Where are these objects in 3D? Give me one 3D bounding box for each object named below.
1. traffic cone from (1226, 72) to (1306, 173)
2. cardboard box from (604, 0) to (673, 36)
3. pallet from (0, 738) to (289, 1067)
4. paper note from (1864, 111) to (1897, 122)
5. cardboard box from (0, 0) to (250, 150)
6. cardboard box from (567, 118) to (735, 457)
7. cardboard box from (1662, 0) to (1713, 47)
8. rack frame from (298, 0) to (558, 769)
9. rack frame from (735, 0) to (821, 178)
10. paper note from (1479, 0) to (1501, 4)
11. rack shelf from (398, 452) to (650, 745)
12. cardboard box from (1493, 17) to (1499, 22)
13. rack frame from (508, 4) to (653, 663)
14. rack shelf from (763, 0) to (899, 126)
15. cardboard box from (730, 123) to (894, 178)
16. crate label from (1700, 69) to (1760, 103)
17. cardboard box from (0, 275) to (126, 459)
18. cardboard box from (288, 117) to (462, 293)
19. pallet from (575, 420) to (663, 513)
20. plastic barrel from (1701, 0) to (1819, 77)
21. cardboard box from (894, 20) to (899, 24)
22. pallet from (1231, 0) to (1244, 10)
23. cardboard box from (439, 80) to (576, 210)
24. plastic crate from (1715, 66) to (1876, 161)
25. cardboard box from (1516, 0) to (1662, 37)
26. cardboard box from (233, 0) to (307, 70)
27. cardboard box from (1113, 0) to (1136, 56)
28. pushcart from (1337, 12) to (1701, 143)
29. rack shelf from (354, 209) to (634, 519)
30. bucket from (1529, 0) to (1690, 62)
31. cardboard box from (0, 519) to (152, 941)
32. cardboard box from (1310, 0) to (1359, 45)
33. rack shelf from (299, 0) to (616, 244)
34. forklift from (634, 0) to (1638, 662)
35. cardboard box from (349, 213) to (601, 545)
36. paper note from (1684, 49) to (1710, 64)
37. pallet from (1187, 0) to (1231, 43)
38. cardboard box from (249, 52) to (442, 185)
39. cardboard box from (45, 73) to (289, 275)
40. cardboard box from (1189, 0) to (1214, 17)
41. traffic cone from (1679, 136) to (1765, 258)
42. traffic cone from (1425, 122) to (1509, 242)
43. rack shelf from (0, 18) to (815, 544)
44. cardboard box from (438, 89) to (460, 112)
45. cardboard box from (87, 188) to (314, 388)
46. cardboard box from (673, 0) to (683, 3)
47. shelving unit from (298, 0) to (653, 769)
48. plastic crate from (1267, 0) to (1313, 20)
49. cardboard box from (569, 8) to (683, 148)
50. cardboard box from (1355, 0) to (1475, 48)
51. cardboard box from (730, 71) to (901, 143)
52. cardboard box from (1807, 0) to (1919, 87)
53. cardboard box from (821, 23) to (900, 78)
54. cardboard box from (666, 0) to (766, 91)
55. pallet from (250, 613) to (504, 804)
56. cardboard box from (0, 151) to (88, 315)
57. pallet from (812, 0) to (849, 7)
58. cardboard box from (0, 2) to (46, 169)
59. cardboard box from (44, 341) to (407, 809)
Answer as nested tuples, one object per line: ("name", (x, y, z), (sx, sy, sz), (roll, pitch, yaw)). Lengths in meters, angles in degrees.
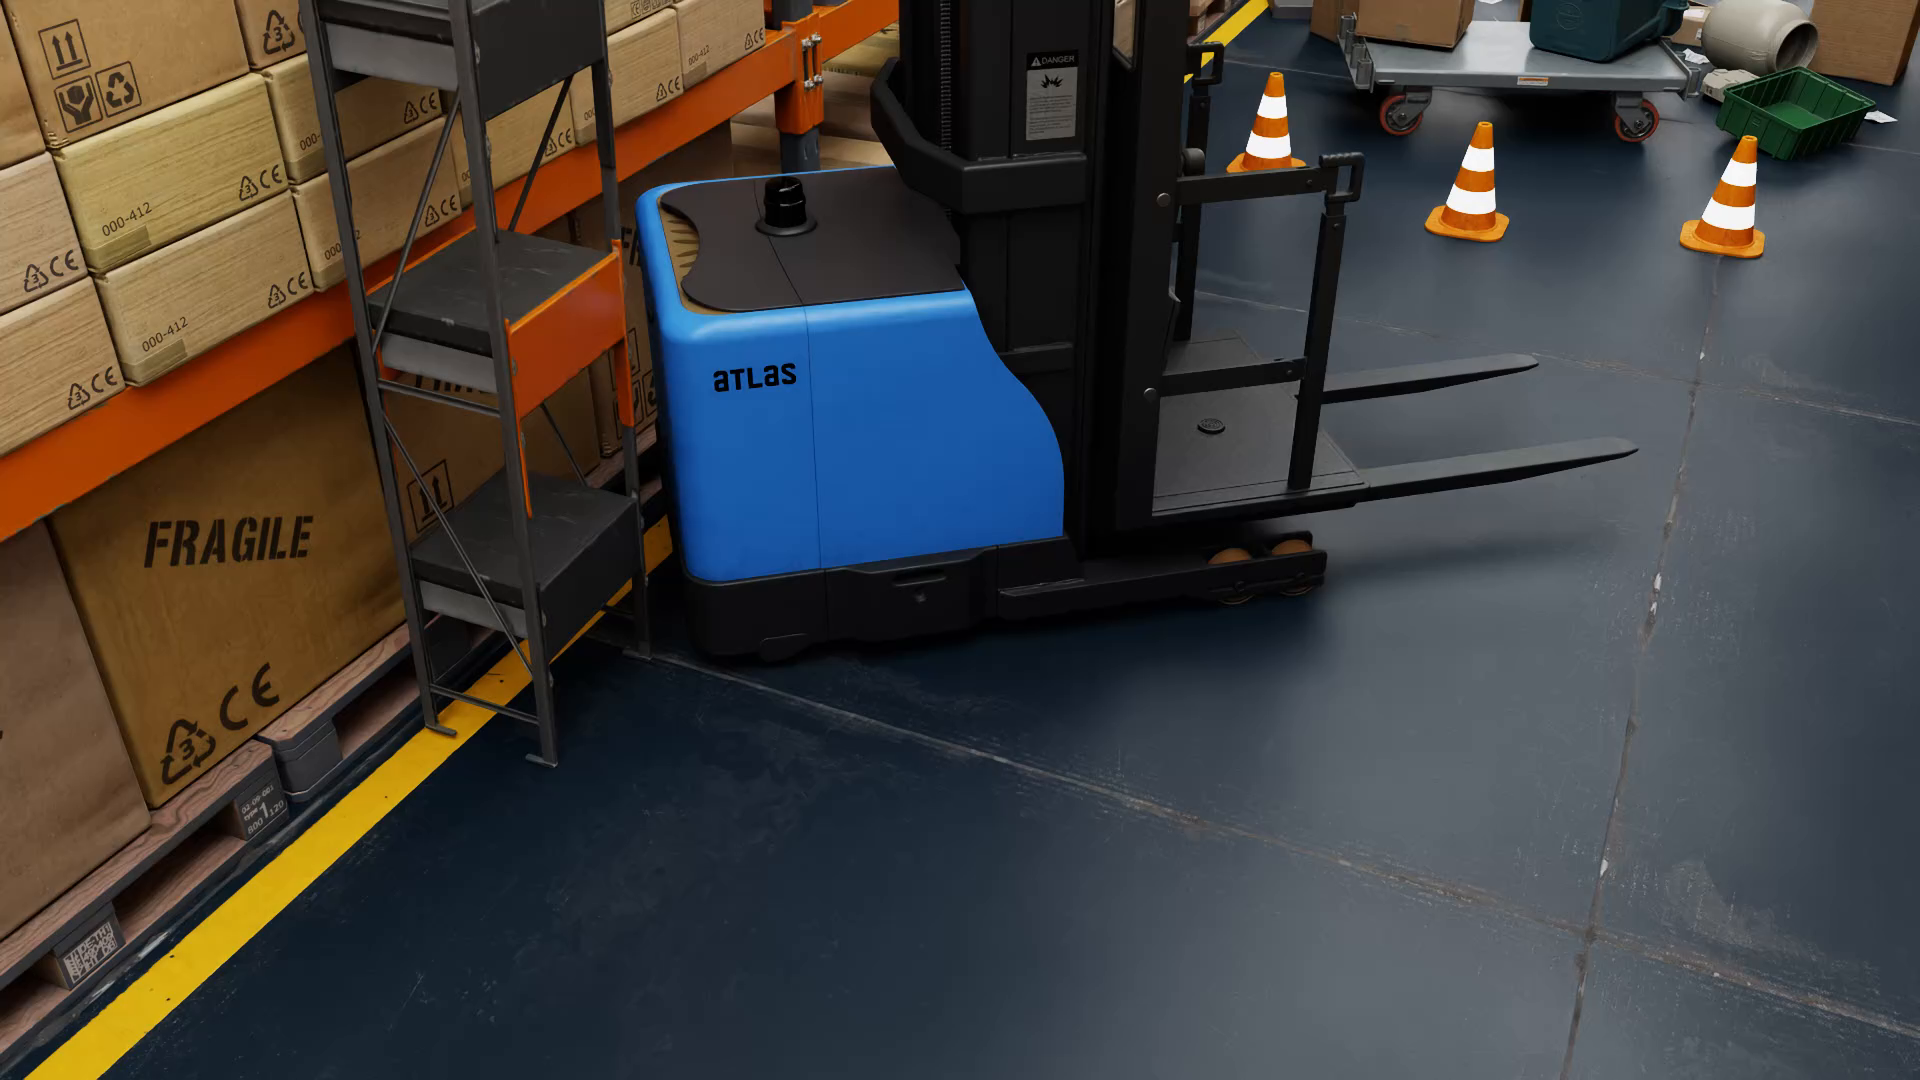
("traffic cone", (1.463, -1.966, 7.826), (0.336, 0.463, 0.334), (14, 36, 20))
("cardboard box", (-1.146, -1.564, 4.581), (0.500, 0.250, 0.500), (13, 36, 19))
("pallet", (-2.382, 0.783, 3.863), (1.003, 0.211, 1.213), (14, 36, 20))
("paper note", (4.708, -2.182, 8.549), (0.147, 0.020, 0.142), (-9, 34, -13))
("cardboard box", (-1.791, -1.103, 3.194), (0.500, 0.500, 0.500), (13, 36, 19))
("cardboard box", (-1.327, -0.936, 5.496), (0.875, 0.875, 0.875), (14, 36, 20))
("cardboard box", (4.295, -3.016, 9.607), (0.396, 0.266, 0.258), (21, 39, 28))
("rack frame", (-1.189, -0.319, 3.803), (0.400, 2.100, 0.015), (14, 36, 16))
("rack frame", (-0.963, -1.973, 5.524), (1.000, 3.000, 0.127), (14, 36, 20))
("paper note", (3.305, -3.395, 10.411), (0.148, 0.019, 0.142), (29, 43, 36))
("rack shelf", (-1.135, 0.144, 4.396), (0.431, 0.518, 0.480), (14, 36, 16))
("cardboard box", (3.001, -2.736, 9.180), (0.258, 0.266, 0.396), (-9, 34, -13))
("rack frame", (-1.014, -0.569, 4.184), (0.400, 2.100, 0.015), (14, 36, 16))
("rack shelf", (-0.126, -2.669, 7.241), (1.077, 0.370, 4.000), (14, 36, 20))
("cardboard box", (-0.717, -1.329, 6.555), (0.950, 0.372, 0.625), (12, 35, 17))
("crate label", (4.073, -2.384, 8.761), (0.298, 0.136, 0.250), (-9, 34, -13))
("cardboard box", (-1.997, -0.335, 3.162), (0.500, 0.250, 0.500), (13, 36, 19))
("cardboard box", (-1.551, -0.834, 3.923), (0.500, 0.250, 0.500), (14, 36, 20))
("pallet", (-1.361, -0.432, 5.716), (1.003, 0.211, 1.213), (14, 36, 20))
("plastic barrel", (4.330, -2.720, 9.012), (0.421, 0.421, 0.512), (-15, 36, -21))
("cardboard box", (0.196, -2.422, 8.221), (0.950, 0.372, 0.625), (16, 37, 23))
("pallet", (1.469, -3.752, 10.779), (1.003, 0.211, 1.213), (14, 36, 20))
("cardboard box", (-1.363, -1.094, 4.320), (0.500, 0.250, 0.500), (14, 36, 20))
("plastic crate", (4.132, -2.116, 8.253), (0.662, 0.188, 0.450), (-21, 49, -29))
("cardboard box", (3.565, -3.047, 9.315), (0.797, 0.637, 0.503), (14, 36, 20))
("cardboard box", (-1.581, -1.362, 3.589), (0.500, 0.500, 0.500), (14, 36, 20))
("cardboard box", (0.493, -2.781, 8.769), (0.950, 0.372, 0.625), (15, 36, 21))
("pushcart", (2.802, -2.371, 8.522), (1.648, 0.377, 0.936), (3, 33, 4))
("rack shelf", (-1.102, -0.433, 4.001), (0.431, 0.518, 0.480), (14, 36, 16))
("bucket", (3.212, -2.744, 8.298), (0.726, 0.611, 0.620), (29, 53, 36))
("cardboard box", (-2.450, 0.404, 3.452), (0.875, 0.875, 0.875), (15, 36, 22))
("cardboard box", (2.395, -3.143, 9.585), (0.500, 0.500, 0.500), (-15, 36, -21))
("rack shelf", (-1.069, -1.011, 3.607), (0.431, 0.518, 0.480), (14, 36, 16))
("forklift", (0.609, -1.307, 4.571), (3.031, 2.935, 1.130), (-8, 34, -11))
("cardboard box", (-1.704, -0.492, 4.820), (0.875, 0.875, 0.875), (15, 36, 21))
("paper note", (4.155, -2.732, 9.395), (0.172, 0.023, 0.155), (29, 43, 36))
("pallet", (0.960, -3.142, 9.849), (1.003, 0.211, 1.213), (14, 36, 20))
("cardboard box", (-1.559, -1.046, 3.790), (0.500, 0.250, 0.500), (13, 35, 19))
("cardboard box", (-1.768, -0.793, 3.405), (0.500, 0.250, 0.500), (15, 36, 21))
("cardboard box", (1.203, -3.223, 9.555), (0.500, 0.250, 0.500), (13, 35, 18))
("traffic cone", (3.316, -1.498, 7.113), (0.336, 0.463, 0.334), (14, 36, 20))
("traffic cone", (2.250, -1.592, 7.256), (0.336, 0.463, 0.334), (14, 36, 20))
("rack shelf", (-1.800, -0.677, 4.202), (1.077, 0.370, 4.000), (14, 36, 20))
("cardboard box", (-1.342, -1.304, 4.185), (0.500, 0.250, 0.500), (13, 36, 19))
("cardboard box", (-1.769, -0.587, 3.546), (0.500, 0.250, 0.500), (14, 36, 20))
("cardboard box", (-0.935, -1.820, 4.971), (0.500, 0.250, 0.500), (14, 36, 20))
("shelving unit", (-1.102, -0.444, 3.993), (0.431, 2.100, 0.503), (14, 36, 16))
("plastic crate", (2.112, -3.338, 10.269), (0.402, 0.080, 0.583), (3, 33, 4))
("cardboard box", (-1.138, -1.341, 4.697), (0.500, 0.250, 0.500), (15, 36, 21))
("cardboard box", (2.340, -2.844, 8.440), (0.500, 0.500, 0.500), (14, 36, 20))
("cardboard box", (-0.416, -1.699, 7.118), (0.950, 0.372, 0.625), (13, 36, 20))
("cardboard box", (4.966, -2.845, 9.130), (0.500, 0.500, 0.500), (21, 39, 28))
("cardboard box", (-0.094, -2.075, 7.693), (0.950, 0.372, 0.625), (15, 36, 22))
("cardboard box", (-0.939, -1.599, 5.090), (0.500, 0.250, 0.500), (13, 35, 19))
("pallet", (-1.873, 0.173, 4.793), (1.003, 0.211, 1.213), (14, 36, 20))
("cardboard box", (-2.004, -0.548, 3.031), (0.500, 0.250, 0.500), (15, 36, 21))
("pallet", (-0.761, -2.273, 6.155), (1.213, 0.211, 1.003), (14, 36, 20))
("cardboard box", (-2.003, -0.854, 2.814), (0.500, 0.500, 0.500), (14, 36, 20))
("cardboard box", (-2.079, -0.047, 4.141), (0.875, 0.875, 0.875), (15, 36, 22))
